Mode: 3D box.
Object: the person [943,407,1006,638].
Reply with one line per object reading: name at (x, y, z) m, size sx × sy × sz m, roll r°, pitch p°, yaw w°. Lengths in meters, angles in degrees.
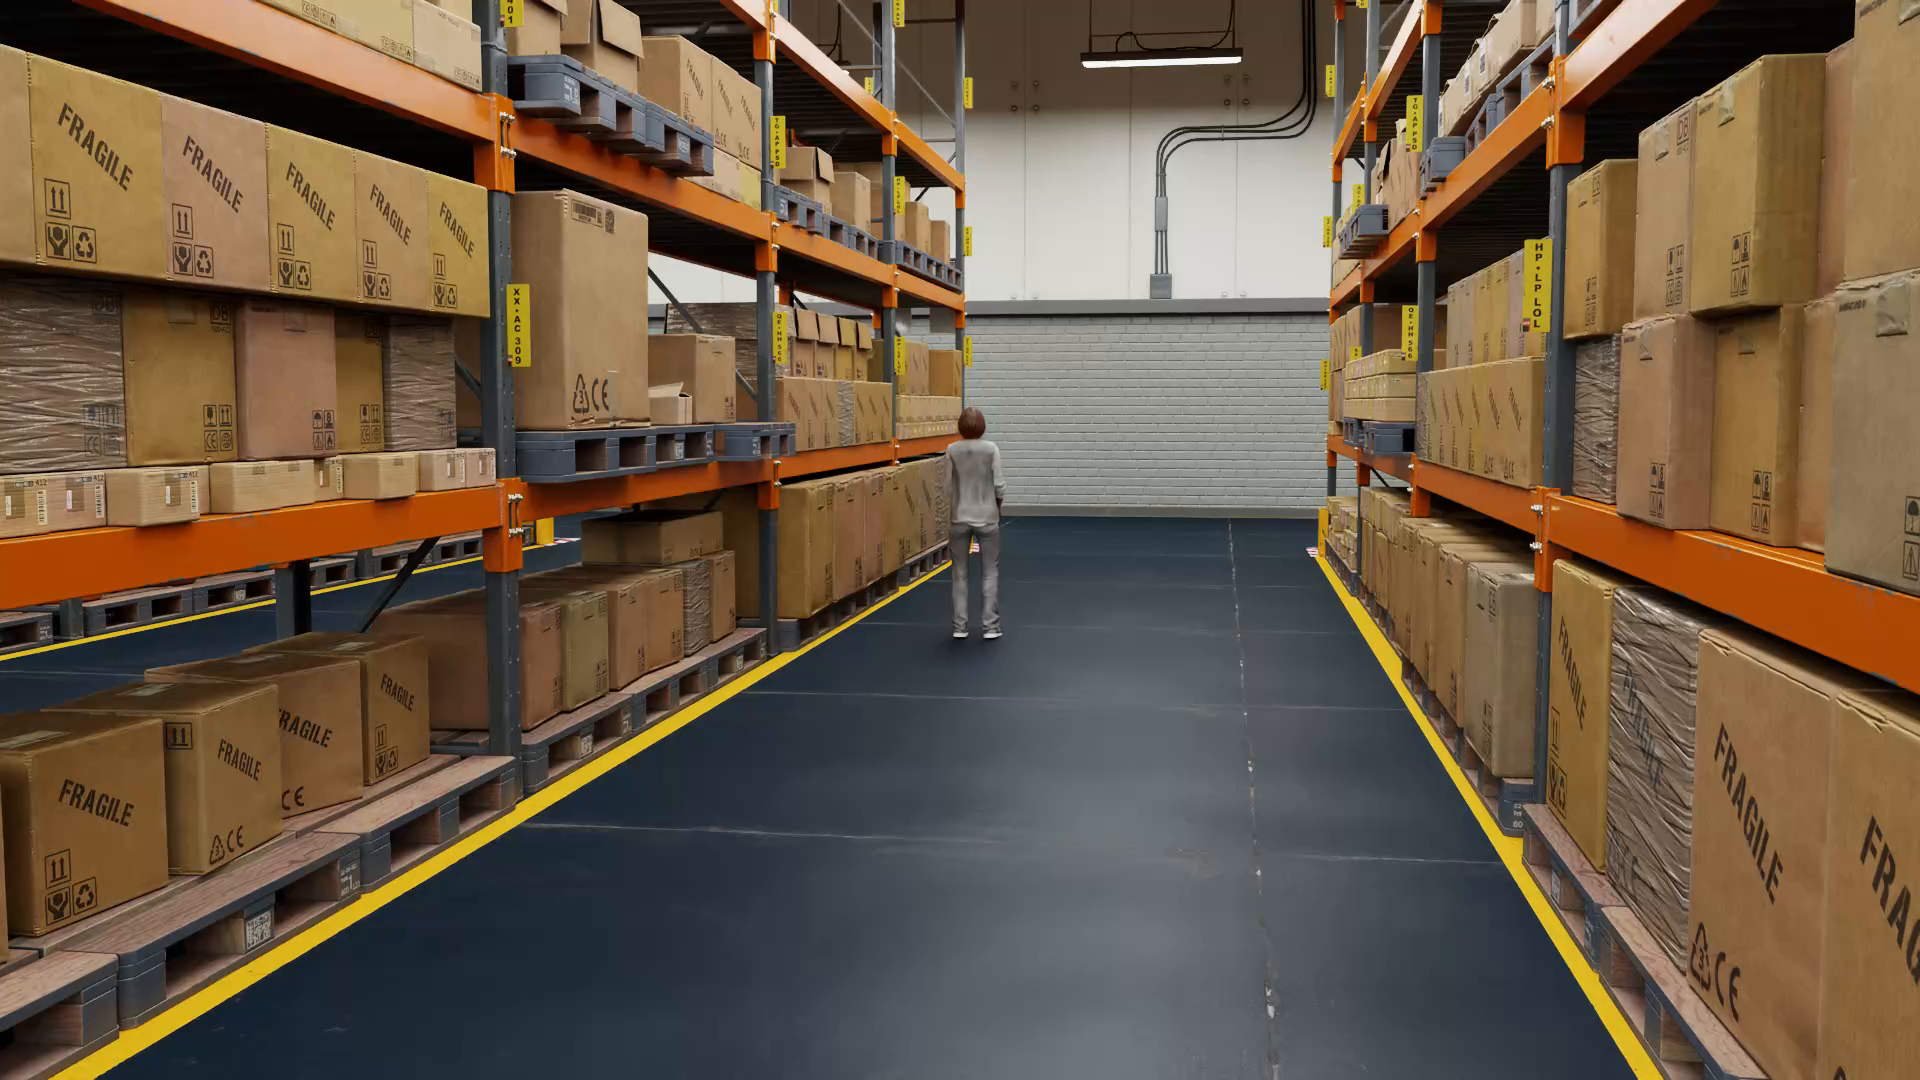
person at (0.106, -0.123, 11.576) m, size 0.438 × 1.602 × 0.471 m, roll 1°, pitch 5°, yaw 8°
